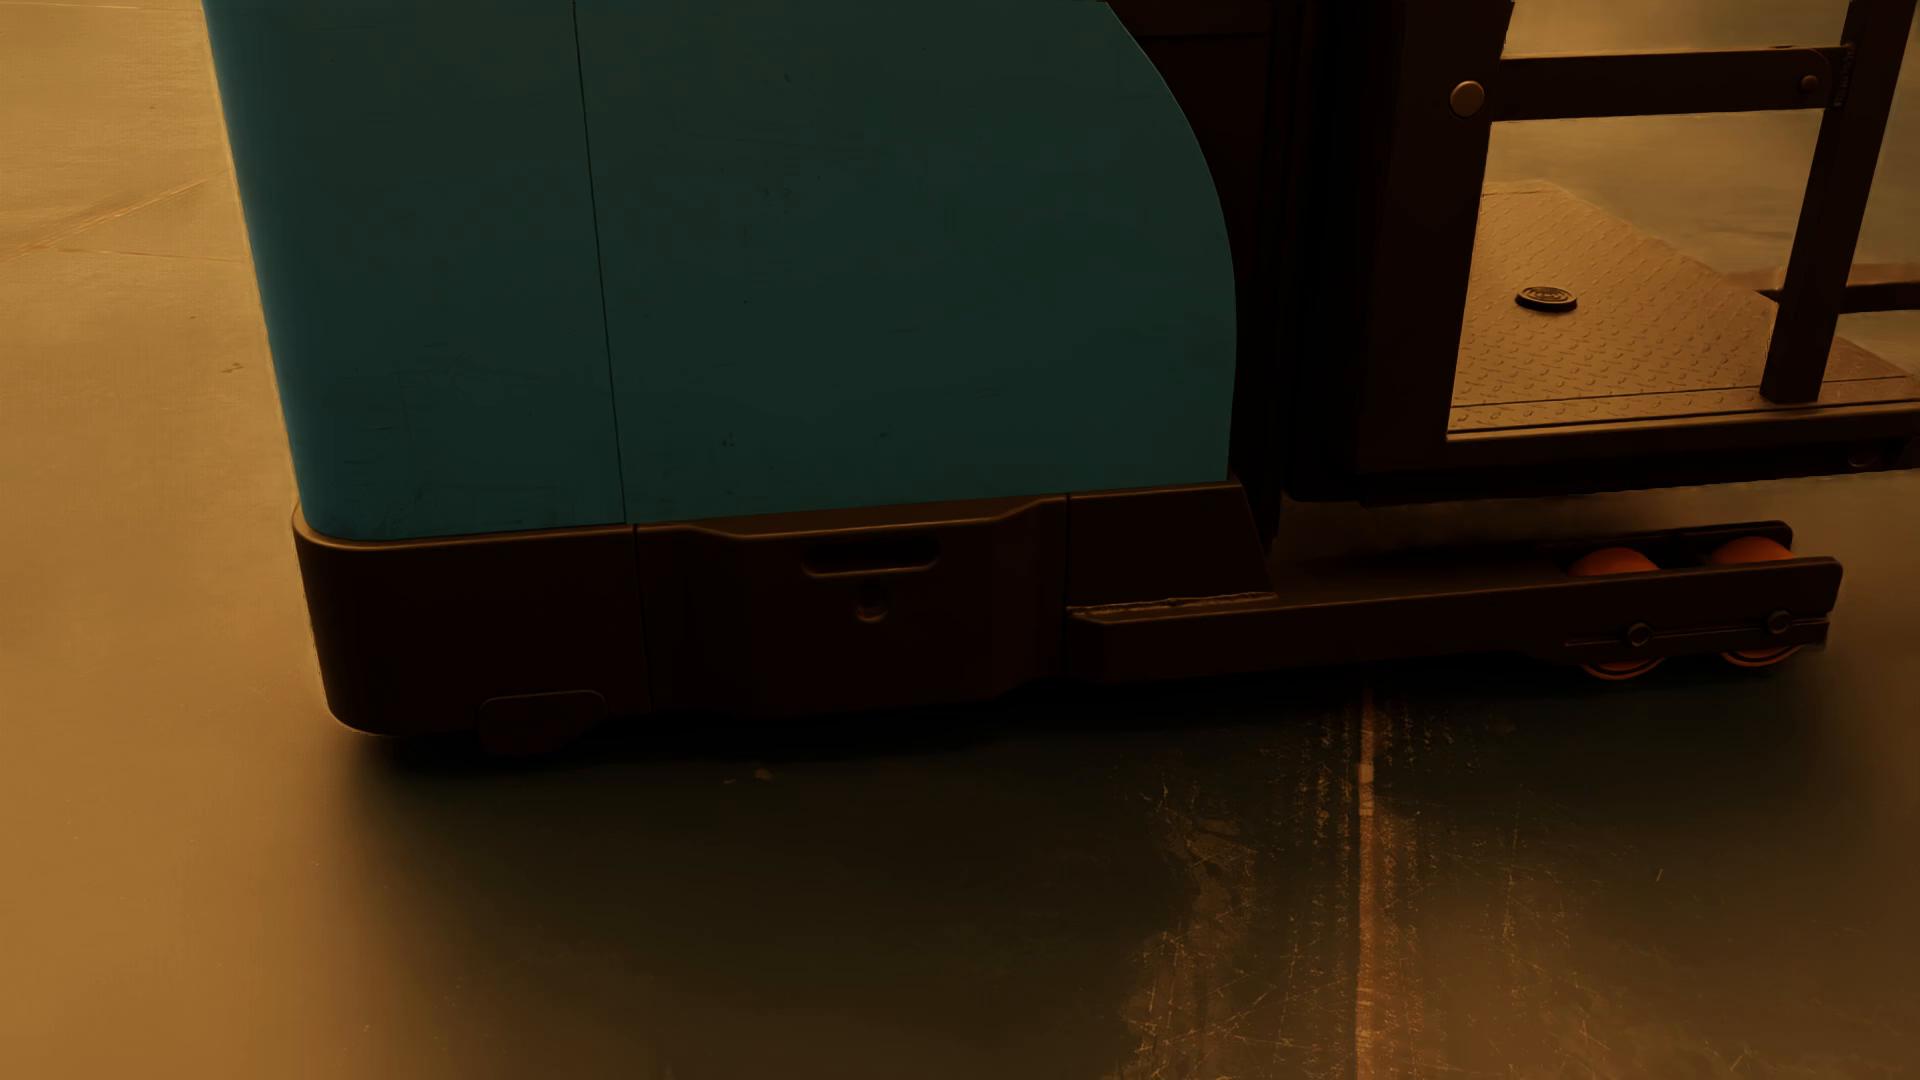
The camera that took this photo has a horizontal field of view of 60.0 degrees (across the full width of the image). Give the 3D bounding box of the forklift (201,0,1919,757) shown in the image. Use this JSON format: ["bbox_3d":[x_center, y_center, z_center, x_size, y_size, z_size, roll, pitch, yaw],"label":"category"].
[{"bbox_3d":[0.674,-1.360,1.941,3.031,2.935,1.130,-4,27,-9],"label":"forklift"}]
